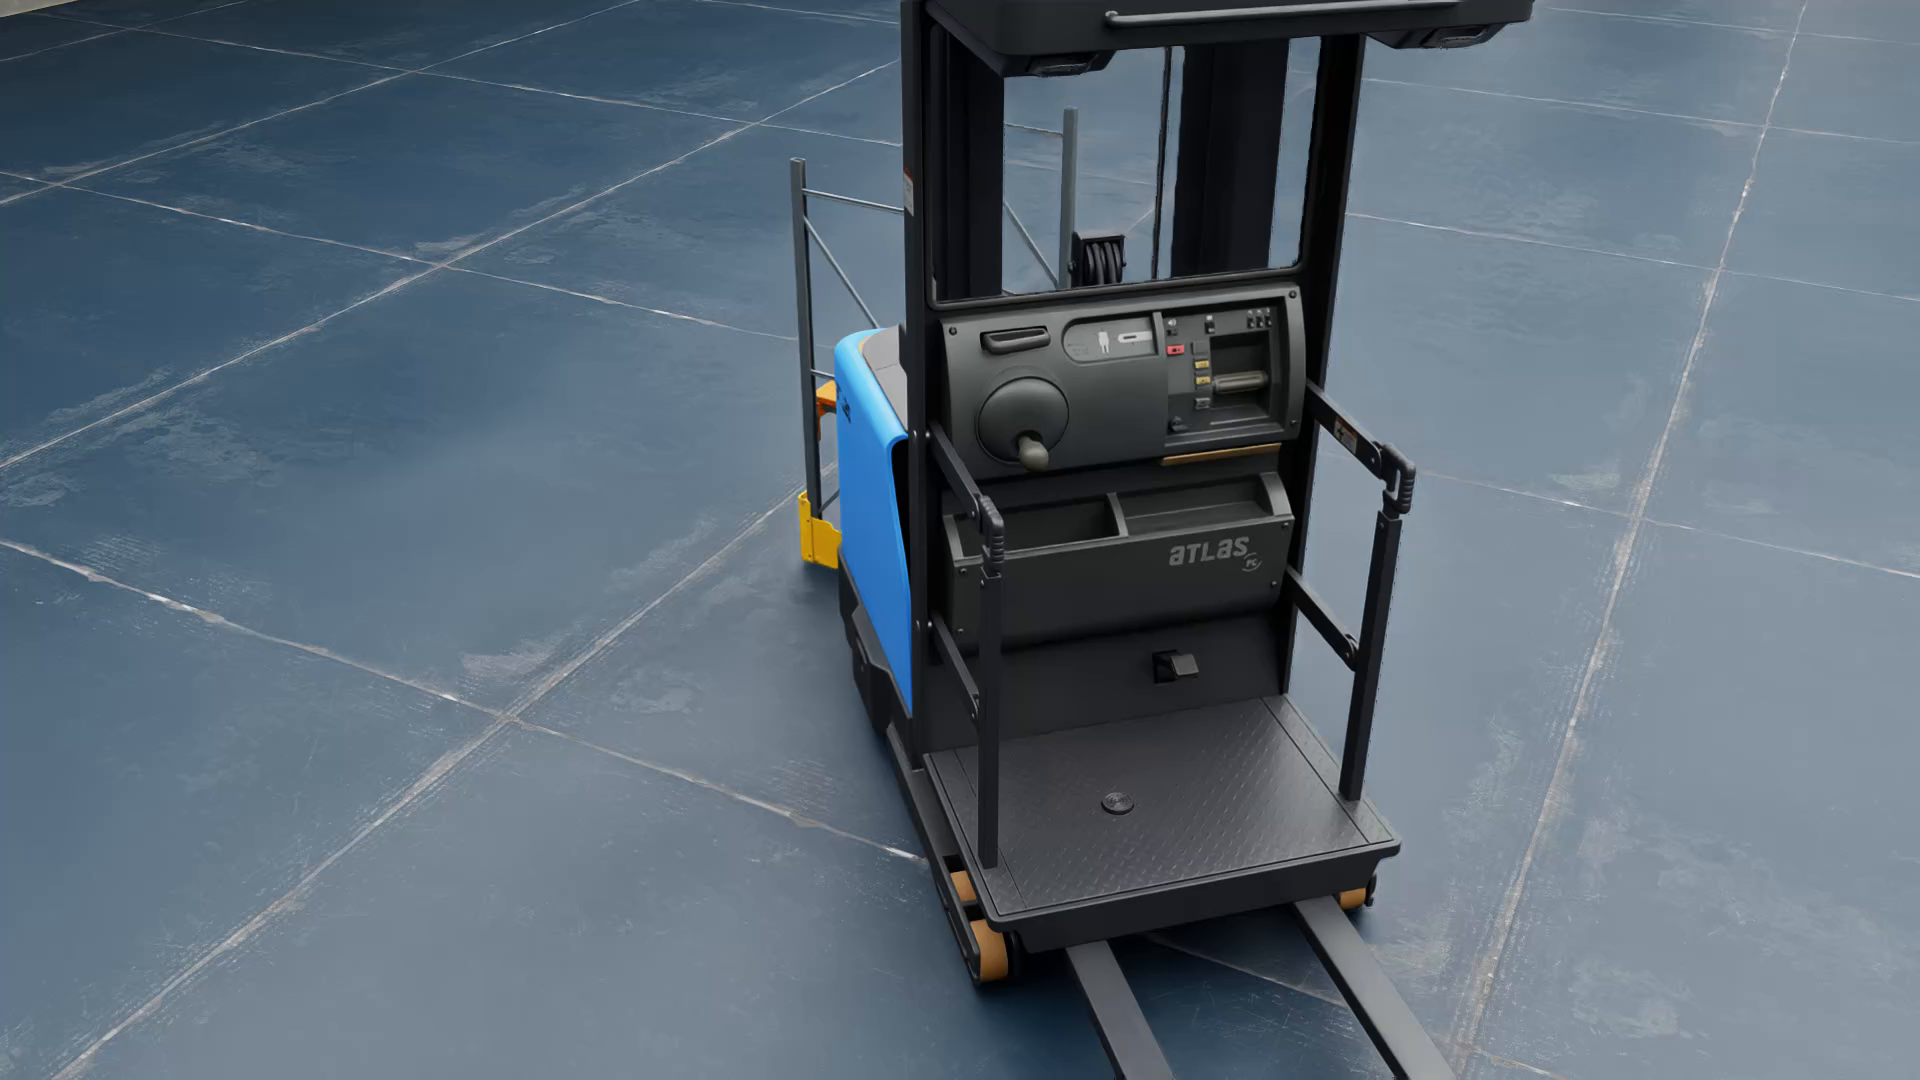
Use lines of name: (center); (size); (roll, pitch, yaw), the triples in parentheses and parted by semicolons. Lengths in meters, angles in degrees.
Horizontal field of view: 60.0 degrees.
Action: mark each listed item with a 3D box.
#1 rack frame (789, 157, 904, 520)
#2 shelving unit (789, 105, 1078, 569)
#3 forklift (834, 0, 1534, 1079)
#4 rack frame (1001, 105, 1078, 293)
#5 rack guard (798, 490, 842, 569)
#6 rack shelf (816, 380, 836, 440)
rack frame: (-0.332, -0.522, 5.652); (0.500, 1.500, 0.032); (17, 34, 27)
shelving unit: (-0.061, -0.741, 6.035); (0.587, 1.500, 1.083); (17, 34, 27)
forklift: (0.473, -0.352, 3.919); (1.130, 2.935, 3.031); (-8, 31, -13)
rack frame: (0.200, -0.953, 6.404); (0.500, 1.500, 0.032); (17, 34, 27)
rack guard: (-0.322, 0.012, 5.978); (0.587, 0.250, 0.087); (17, 34, 27)
rack shelf: (-0.066, -0.581, 6.118); (0.538, 0.185, 1.000); (17, 34, 27)
